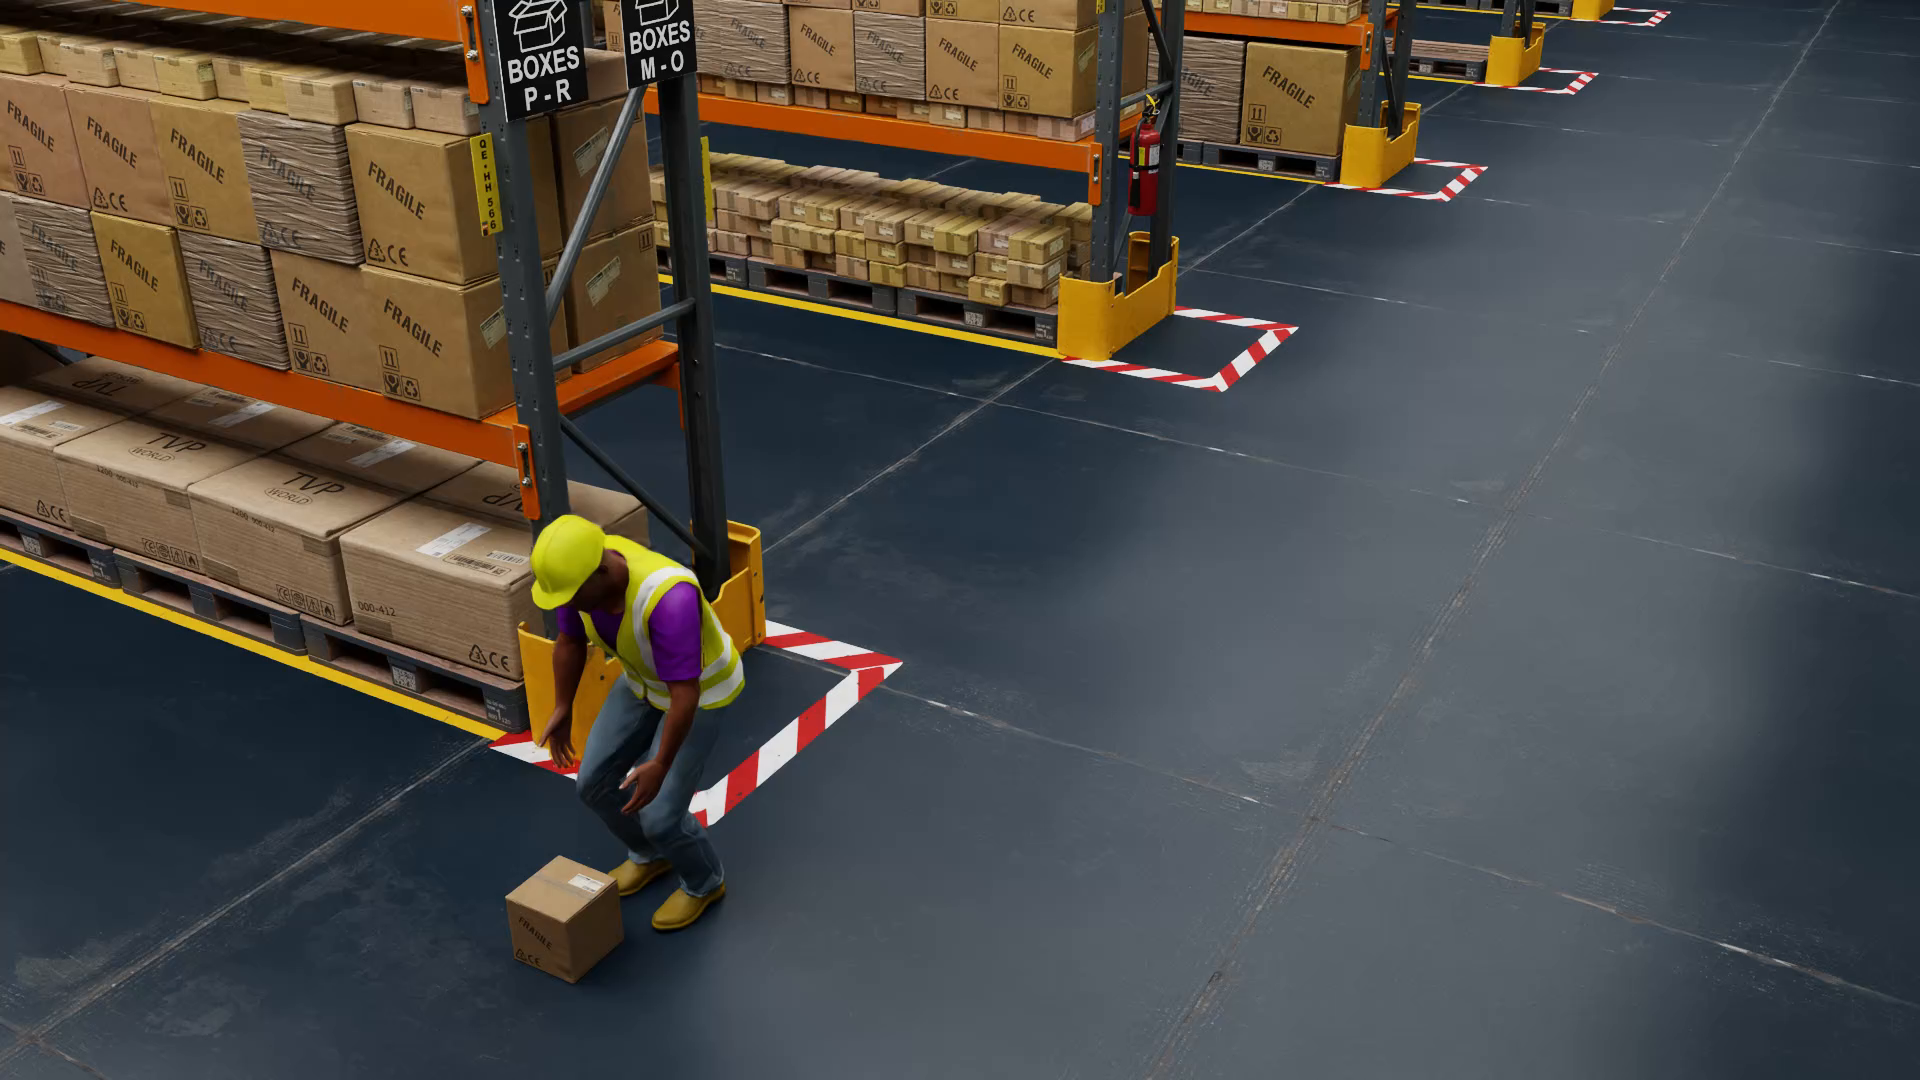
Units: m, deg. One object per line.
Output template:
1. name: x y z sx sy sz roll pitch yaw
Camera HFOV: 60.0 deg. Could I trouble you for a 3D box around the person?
1. person: -0.995 0.543 5.274 0.627 1.517 0.687 21 33 36
